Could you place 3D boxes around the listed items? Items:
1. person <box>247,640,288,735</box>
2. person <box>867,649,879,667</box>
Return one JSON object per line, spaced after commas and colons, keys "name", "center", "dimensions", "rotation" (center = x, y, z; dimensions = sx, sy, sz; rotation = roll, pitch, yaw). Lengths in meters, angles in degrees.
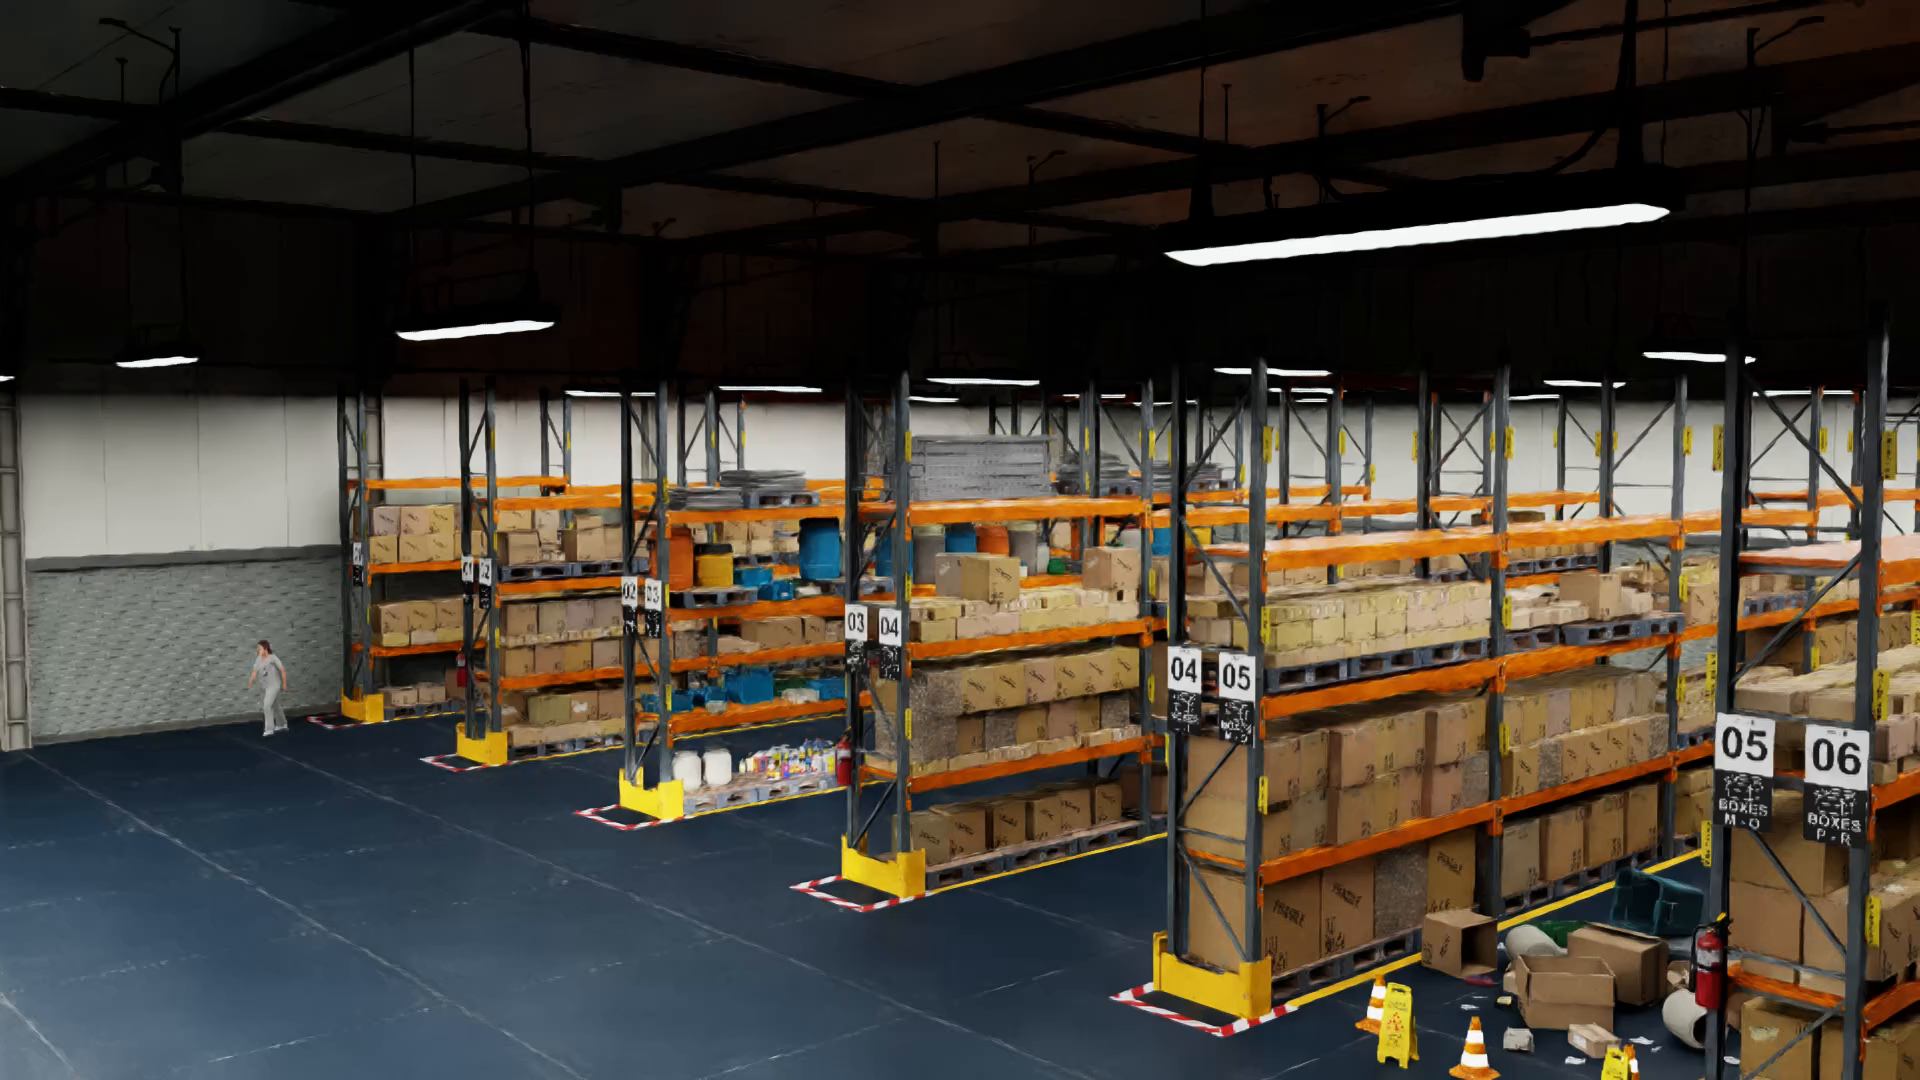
{"name": "person", "center": [-11.719, 2.495, 28.310], "dimensions": [0.613, 1.607, 0.802], "rotation": [2, 4, 29]}
{"name": "person", "center": [-1.745, 2.055, 34.286], "dimensions": [1.040, 1.709, 0.554], "rotation": [-3, 5, -43]}
